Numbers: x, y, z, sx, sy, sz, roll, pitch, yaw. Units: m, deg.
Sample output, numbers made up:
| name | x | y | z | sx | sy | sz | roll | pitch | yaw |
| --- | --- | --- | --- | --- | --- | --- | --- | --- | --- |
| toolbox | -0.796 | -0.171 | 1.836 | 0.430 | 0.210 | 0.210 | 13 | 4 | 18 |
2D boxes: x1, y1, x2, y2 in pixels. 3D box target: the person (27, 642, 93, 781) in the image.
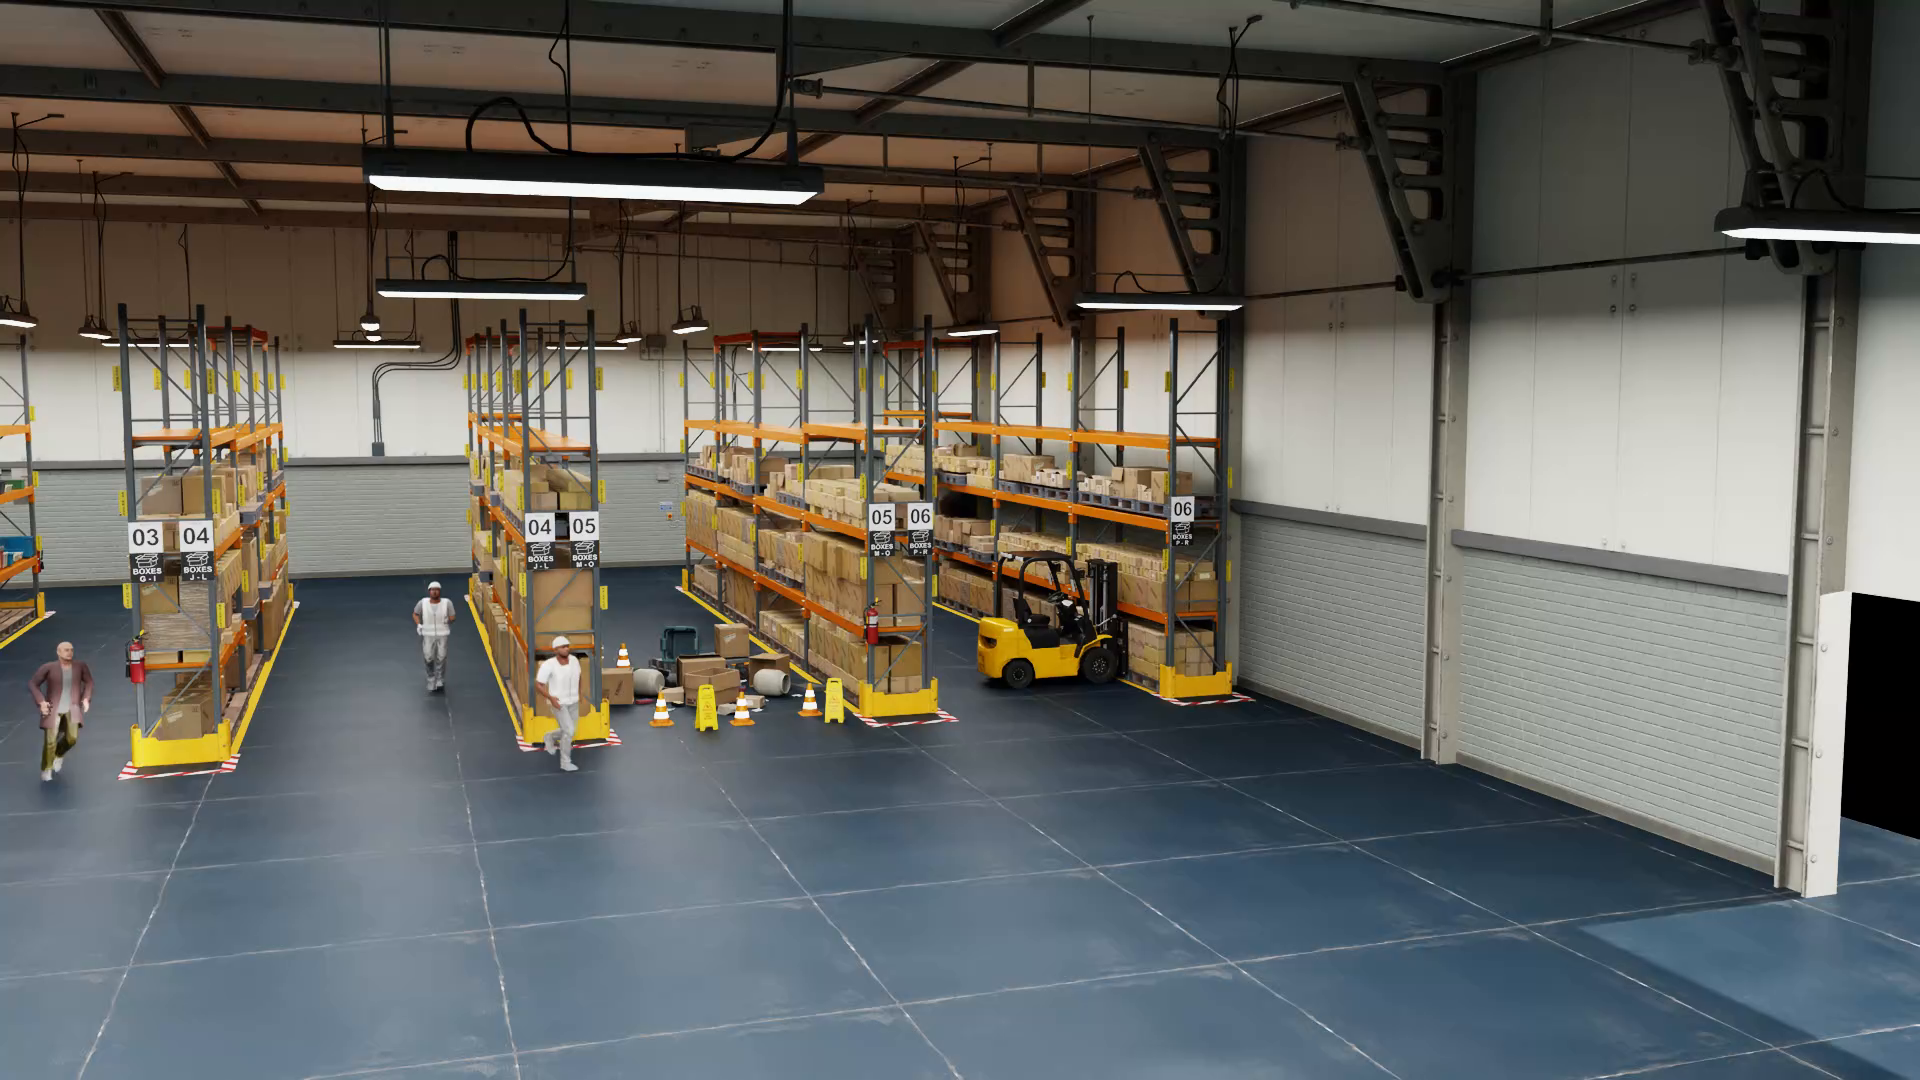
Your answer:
| name | x | y | z | sx | sy | sz | roll | pitch | yaw |
| --- | --- | --- | --- | --- | --- | --- | --- | --- | --- |
| person | -11.382 | 2.161 | 21.124 | 0.770 | 1.728 | 0.561 | -5 | 7 | -40 |

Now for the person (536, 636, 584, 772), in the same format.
| name | x | y | z | sx | sy | sz | roll | pitch | yaw |
| --- | --- | --- | --- | --- | --- | --- | --- | --- | --- |
| person | -5.194 | 2.096 | 21.543 | 0.706 | 1.741 | 0.701 | 4 | 7 | 39 |

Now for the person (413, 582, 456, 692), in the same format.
| name | x | y | z | sx | sy | sz | roll | pitch | yaw |
| --- | --- | --- | --- | --- | --- | --- | --- | --- | --- |
| person | -8.494 | 1.573 | 26.920 | 0.660 | 1.789 | 0.652 | -2 | 6 | -19 |
